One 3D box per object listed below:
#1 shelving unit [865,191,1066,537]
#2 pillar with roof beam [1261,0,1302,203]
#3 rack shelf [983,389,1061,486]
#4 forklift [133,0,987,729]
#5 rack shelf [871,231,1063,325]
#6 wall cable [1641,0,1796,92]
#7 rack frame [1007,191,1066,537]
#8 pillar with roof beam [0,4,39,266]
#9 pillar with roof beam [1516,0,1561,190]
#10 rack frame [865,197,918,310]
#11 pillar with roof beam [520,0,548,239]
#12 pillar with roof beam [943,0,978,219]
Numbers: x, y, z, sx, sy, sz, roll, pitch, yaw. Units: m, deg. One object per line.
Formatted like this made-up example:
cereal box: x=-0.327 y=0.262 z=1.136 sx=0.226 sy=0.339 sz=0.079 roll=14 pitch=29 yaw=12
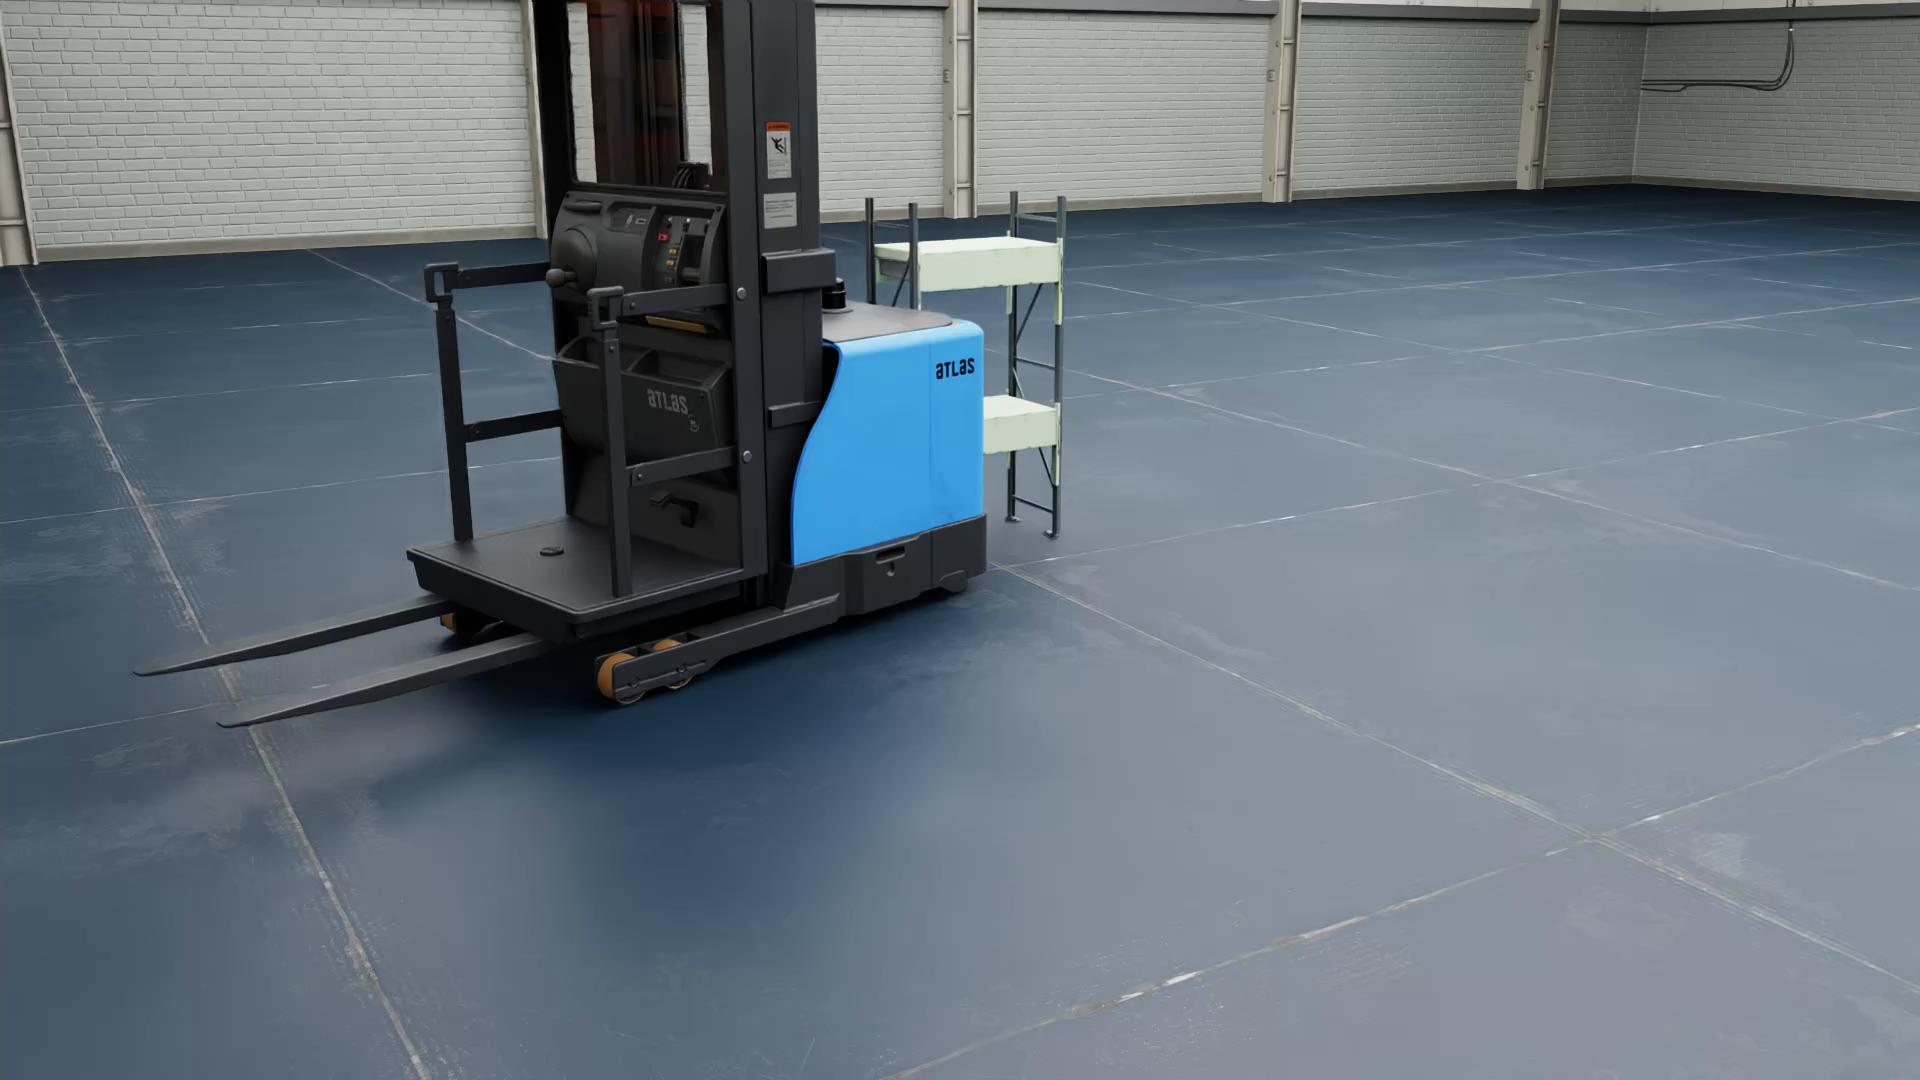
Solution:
shelving unit: x=0.026 y=-0.731 z=7.239 sx=0.755 sy=1.500 sz=0.431 roll=-10 pitch=18 yaw=-31
pillar with roof beam: x=7.362 y=-8.849 z=22.305 sx=0.400 sy=9.000 sz=9.100 roll=-9 pitch=18 yaw=-30
rack shelf: x=0.026 y=-0.417 z=7.327 sx=0.720 sy=0.370 sz=0.431 roll=-10 pitch=18 yaw=-31
forklift: x=-1.274 y=-1.026 z=5.639 sx=1.130 sy=2.935 sz=3.031 roll=14 pitch=21 yaw=42
rack shelf: x=0.026 y=-1.107 z=7.133 sx=0.720 sy=0.370 sz=0.431 roll=-10 pitch=18 yaw=-31
wall cable: x=13.494 y=-9.287 z=29.622 sx=0.112 sy=2.526 sz=3.097 roll=-9 pitch=18 yaw=-30
rack frame: x=0.336 y=-0.783 z=7.426 sx=0.023 sy=1.500 sz=0.400 roll=-10 pitch=18 yaw=-31
pillar with roof beam: x=-8.067 y=-6.347 z=13.379 sx=0.400 sy=9.000 sz=9.100 roll=-9 pitch=18 yaw=-30
pillar with roof beam: x=12.505 y=-9.683 z=25.280 sx=0.400 sy=9.000 sz=9.100 roll=-9 pitch=18 yaw=-30
rack frame: x=-0.285 y=-0.679 z=7.052 sx=0.023 sy=1.500 sz=0.400 roll=-10 pitch=18 yaw=-31
pillar with roof beam: x=-2.924 y=-7.181 z=16.354 sx=0.400 sy=9.000 sz=9.100 roll=-9 pitch=18 yaw=-30
pillar with roof beam: x=2.219 y=-8.015 z=19.329 sx=0.400 sy=9.000 sz=9.100 roll=-9 pitch=18 yaw=-30
